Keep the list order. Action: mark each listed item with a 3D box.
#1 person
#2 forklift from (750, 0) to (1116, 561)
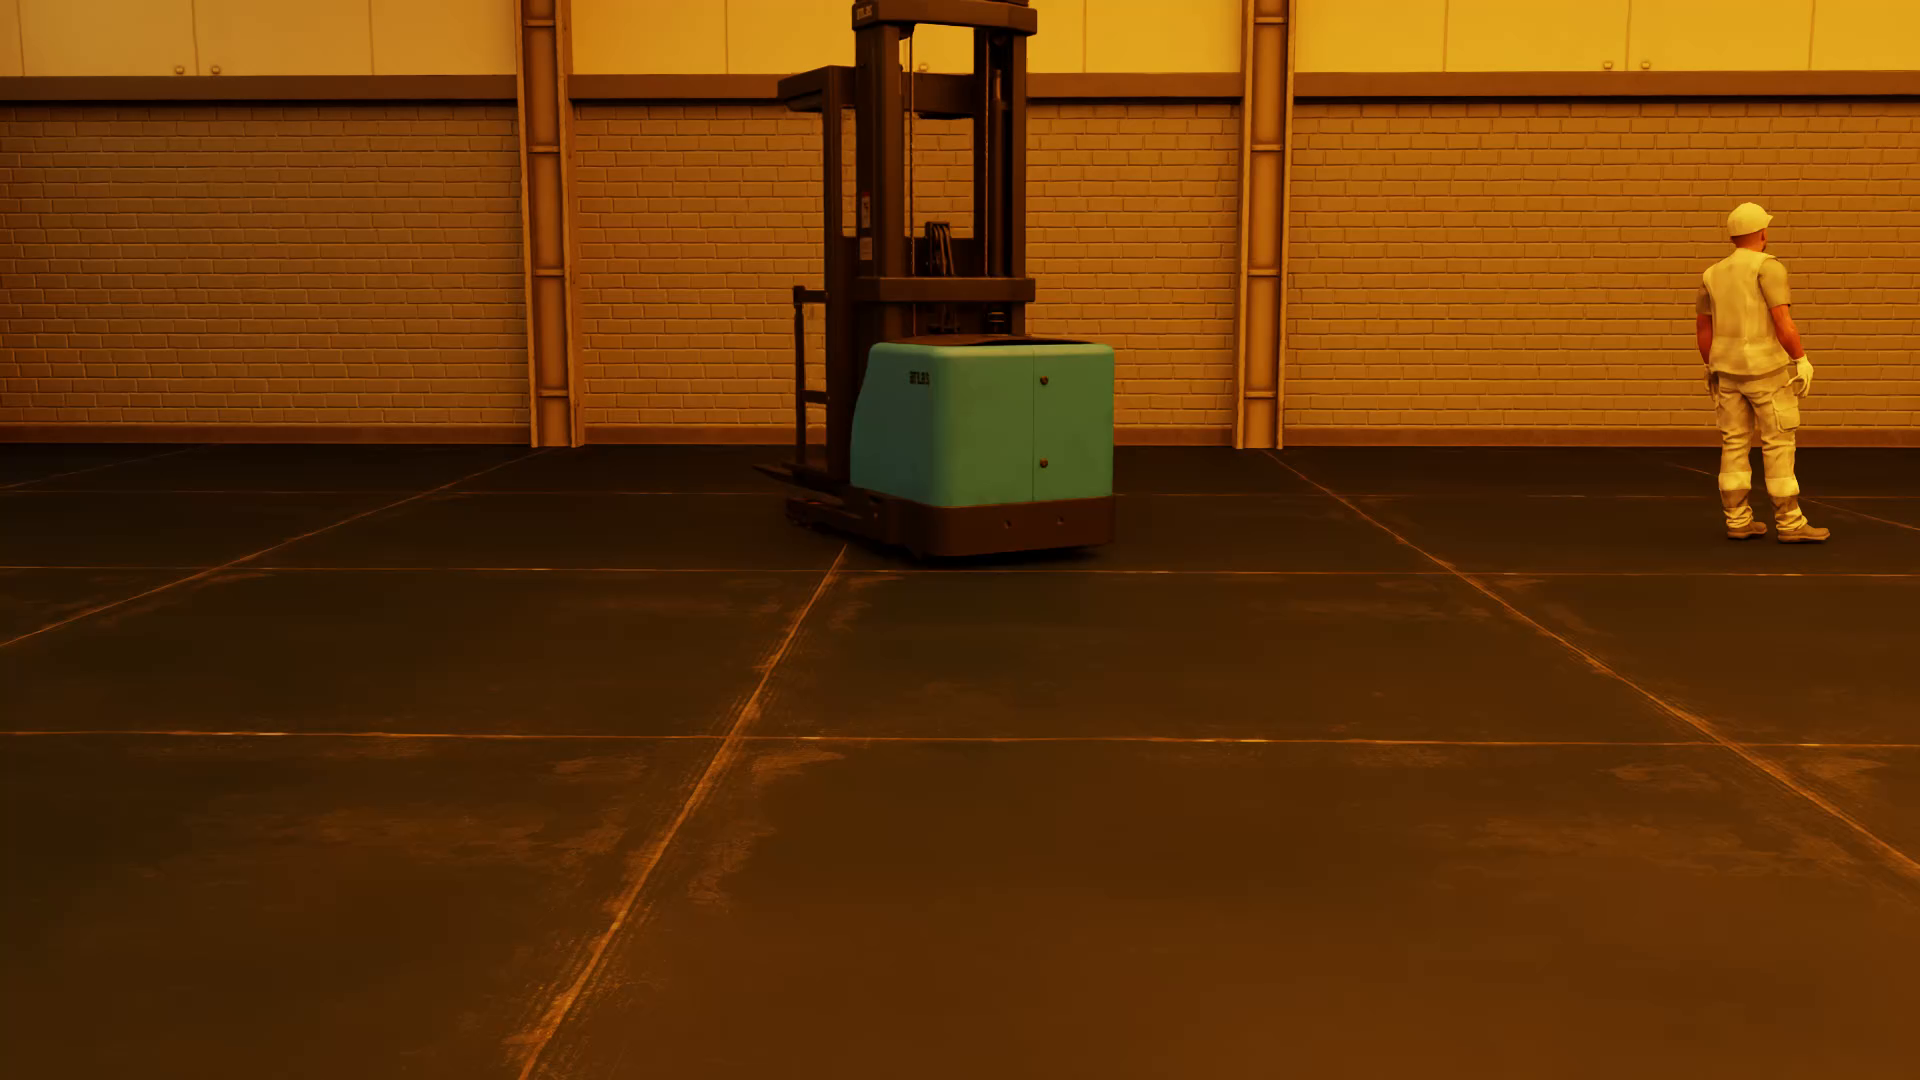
[{"bbox_3d":[4.303,-0.900,8.920,0.564,1.788,0.637,-4,10,-25],"label":"person"},{"bbox_3d":[-0.344,-1.530,9.313,1.130,2.935,3.031,-5,10,-28],"label":"forklift"}]
